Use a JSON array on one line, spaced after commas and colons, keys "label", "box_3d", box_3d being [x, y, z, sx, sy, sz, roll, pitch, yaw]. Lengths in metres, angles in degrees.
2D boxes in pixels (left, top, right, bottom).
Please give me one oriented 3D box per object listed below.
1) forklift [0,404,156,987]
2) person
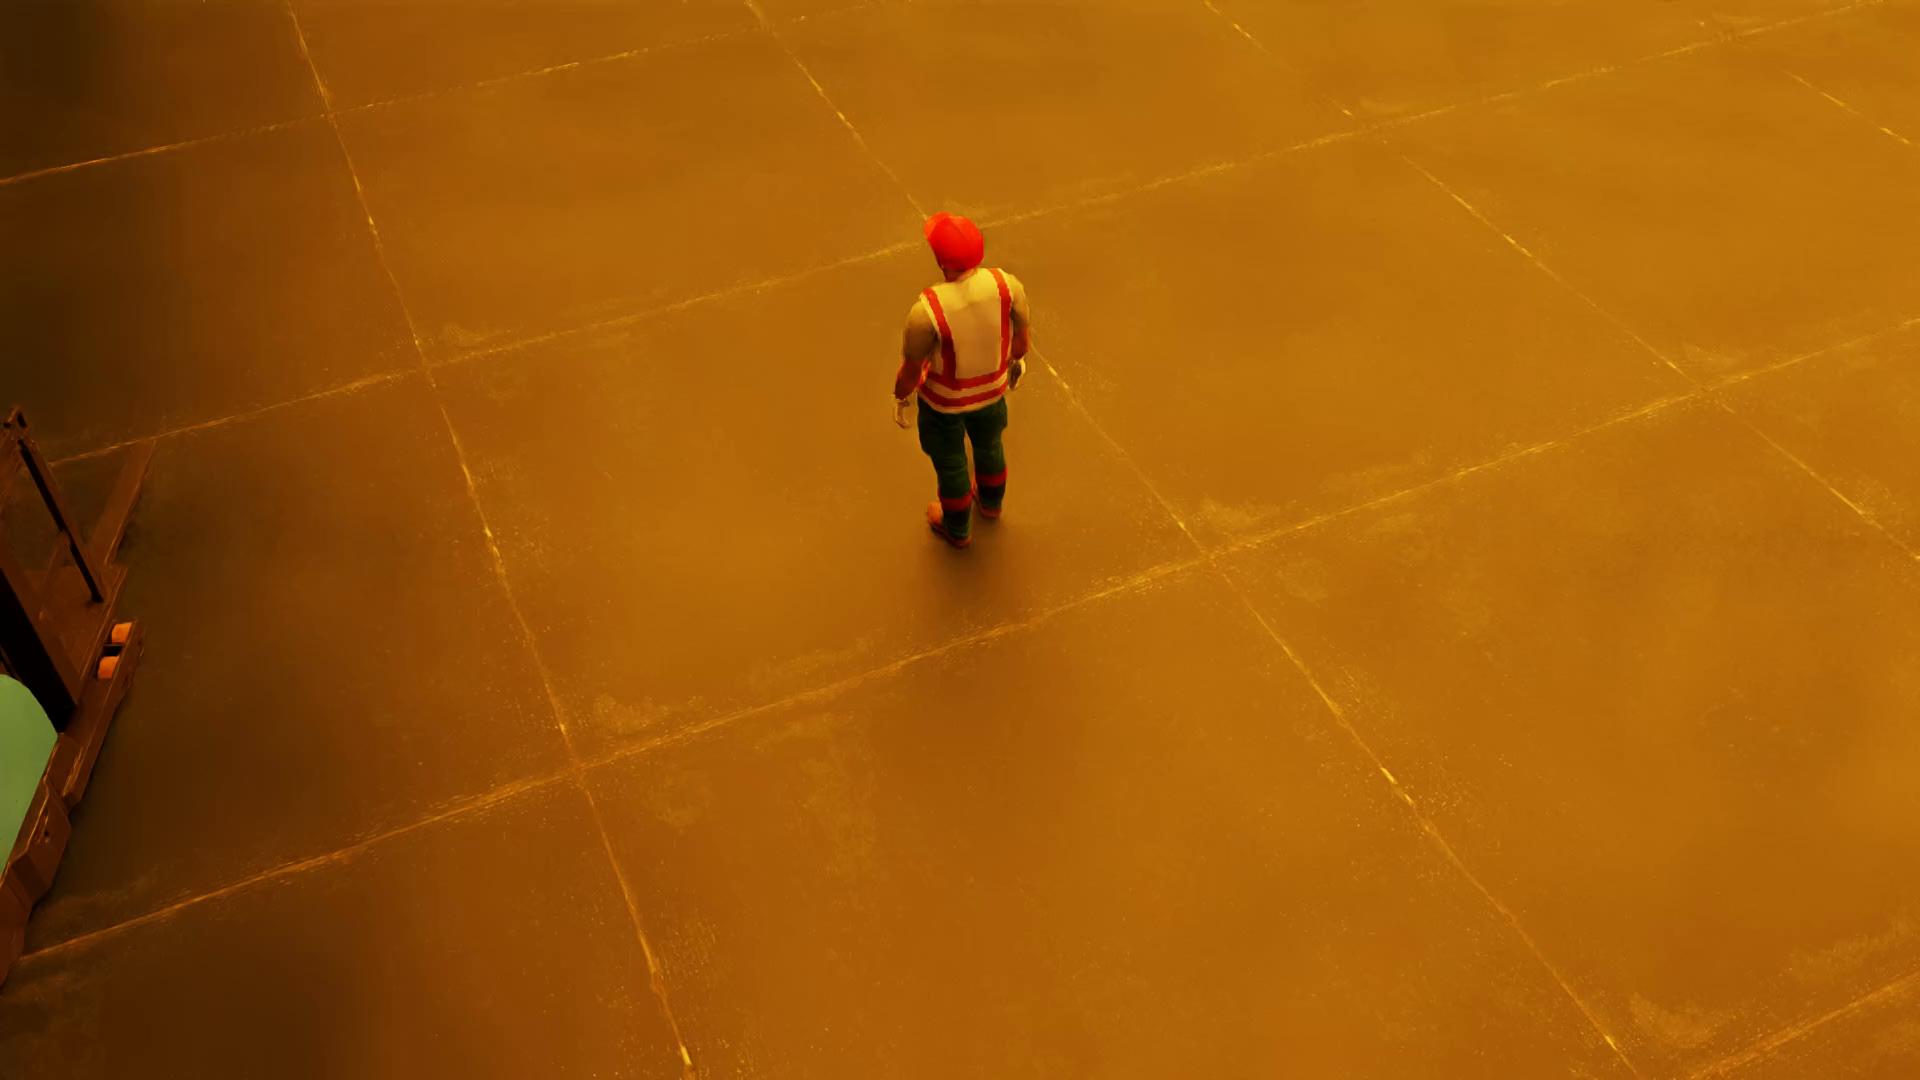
[{"label": "forklift", "box_3d": [-4.099, -0.355, 6.060, 1.130, 2.935, 3.031, -3, 43, -4]}, {"label": "person", "box_3d": [-0.024, -0.712, 7.270, 0.637, 1.787, 0.563, -18, 46, -18]}]
